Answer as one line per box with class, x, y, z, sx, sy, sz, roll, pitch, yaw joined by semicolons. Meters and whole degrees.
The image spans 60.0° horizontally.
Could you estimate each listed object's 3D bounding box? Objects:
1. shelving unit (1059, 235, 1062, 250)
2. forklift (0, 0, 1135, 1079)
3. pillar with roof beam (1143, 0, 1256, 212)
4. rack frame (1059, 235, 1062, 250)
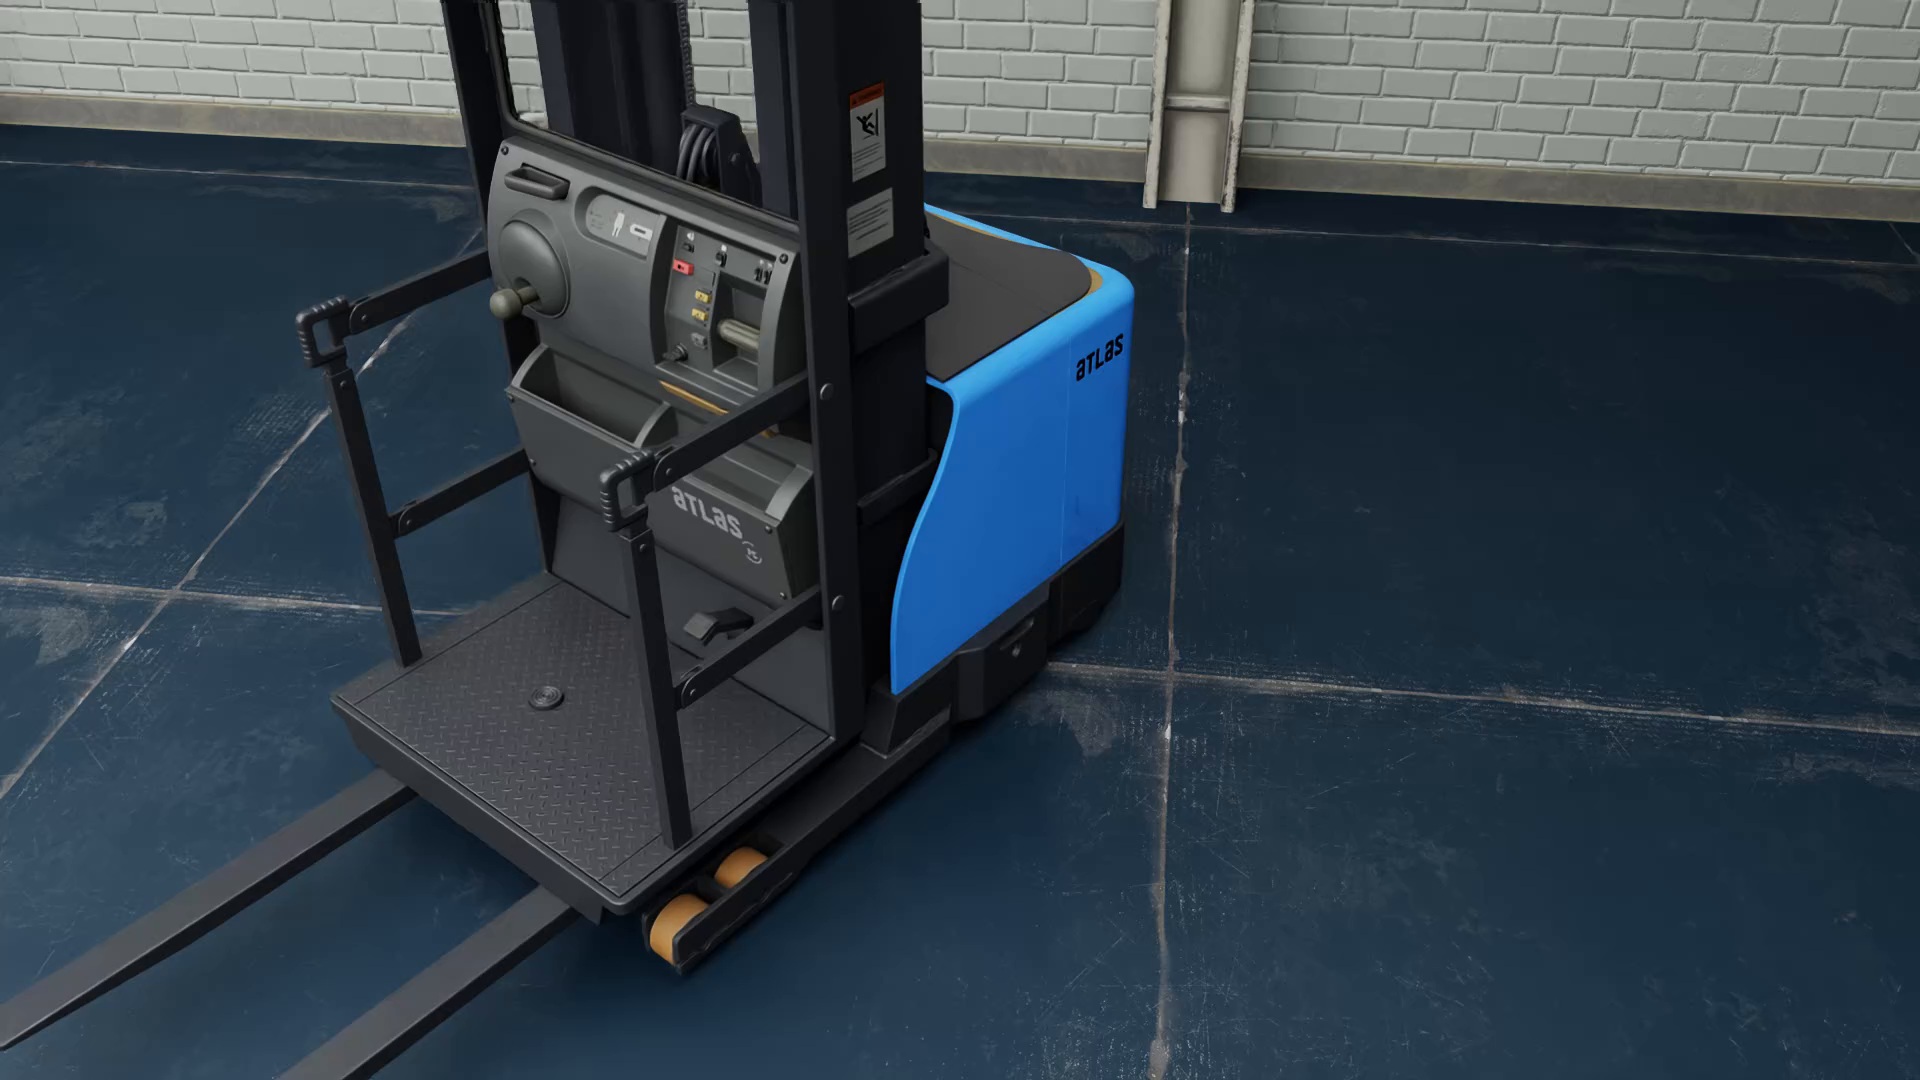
shelving unit;0.180;-0.489;5.161;0.210;0.900;0.258;7;36;9
forklift;-0.842;-0.533;3.473;1.130;2.935;3.031;25;43;31
pillar with roof beam;0.471;-2.714;1.306;0.400;9.000;9.100;4;36;6
rack frame;0.280;-0.477;5.144;0.006;0.900;0.240;7;36;9
